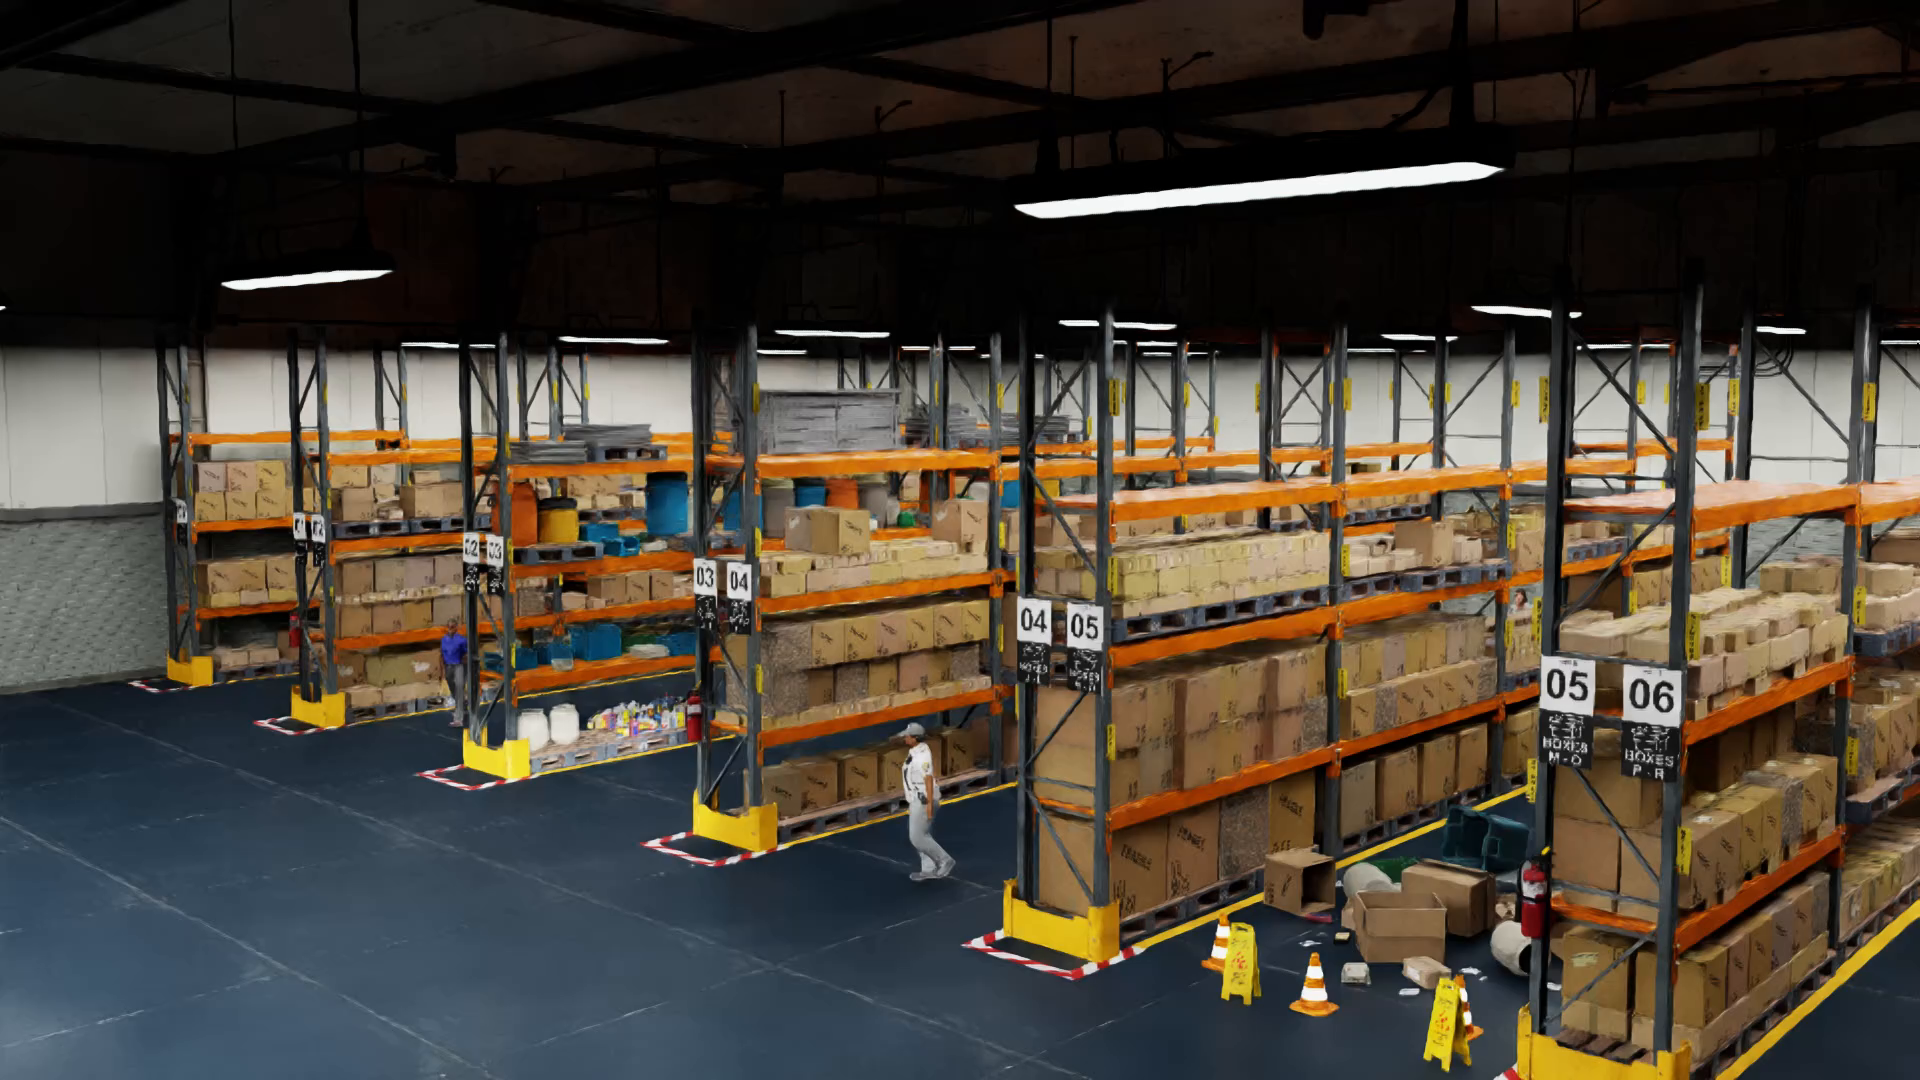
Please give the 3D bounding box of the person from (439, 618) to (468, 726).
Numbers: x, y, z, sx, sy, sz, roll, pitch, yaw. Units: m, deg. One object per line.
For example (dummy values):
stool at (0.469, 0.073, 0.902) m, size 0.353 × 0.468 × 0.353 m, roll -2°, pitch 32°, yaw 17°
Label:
person at (-7.691, 1.976, 25.308) m, size 0.557 × 1.619 × 0.914 m, roll 2°, pitch 6°, yaw 16°

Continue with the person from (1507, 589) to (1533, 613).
person at (9.795, 1.644, 28.993) m, size 0.580 × 1.618 × 0.507 m, roll 5°, pitch 7°, yaw 41°

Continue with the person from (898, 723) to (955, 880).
person at (-0.350, 2.725, 17.288) m, size 0.565 × 1.656 × 0.558 m, roll -1°, pitch 5°, yaw -9°
